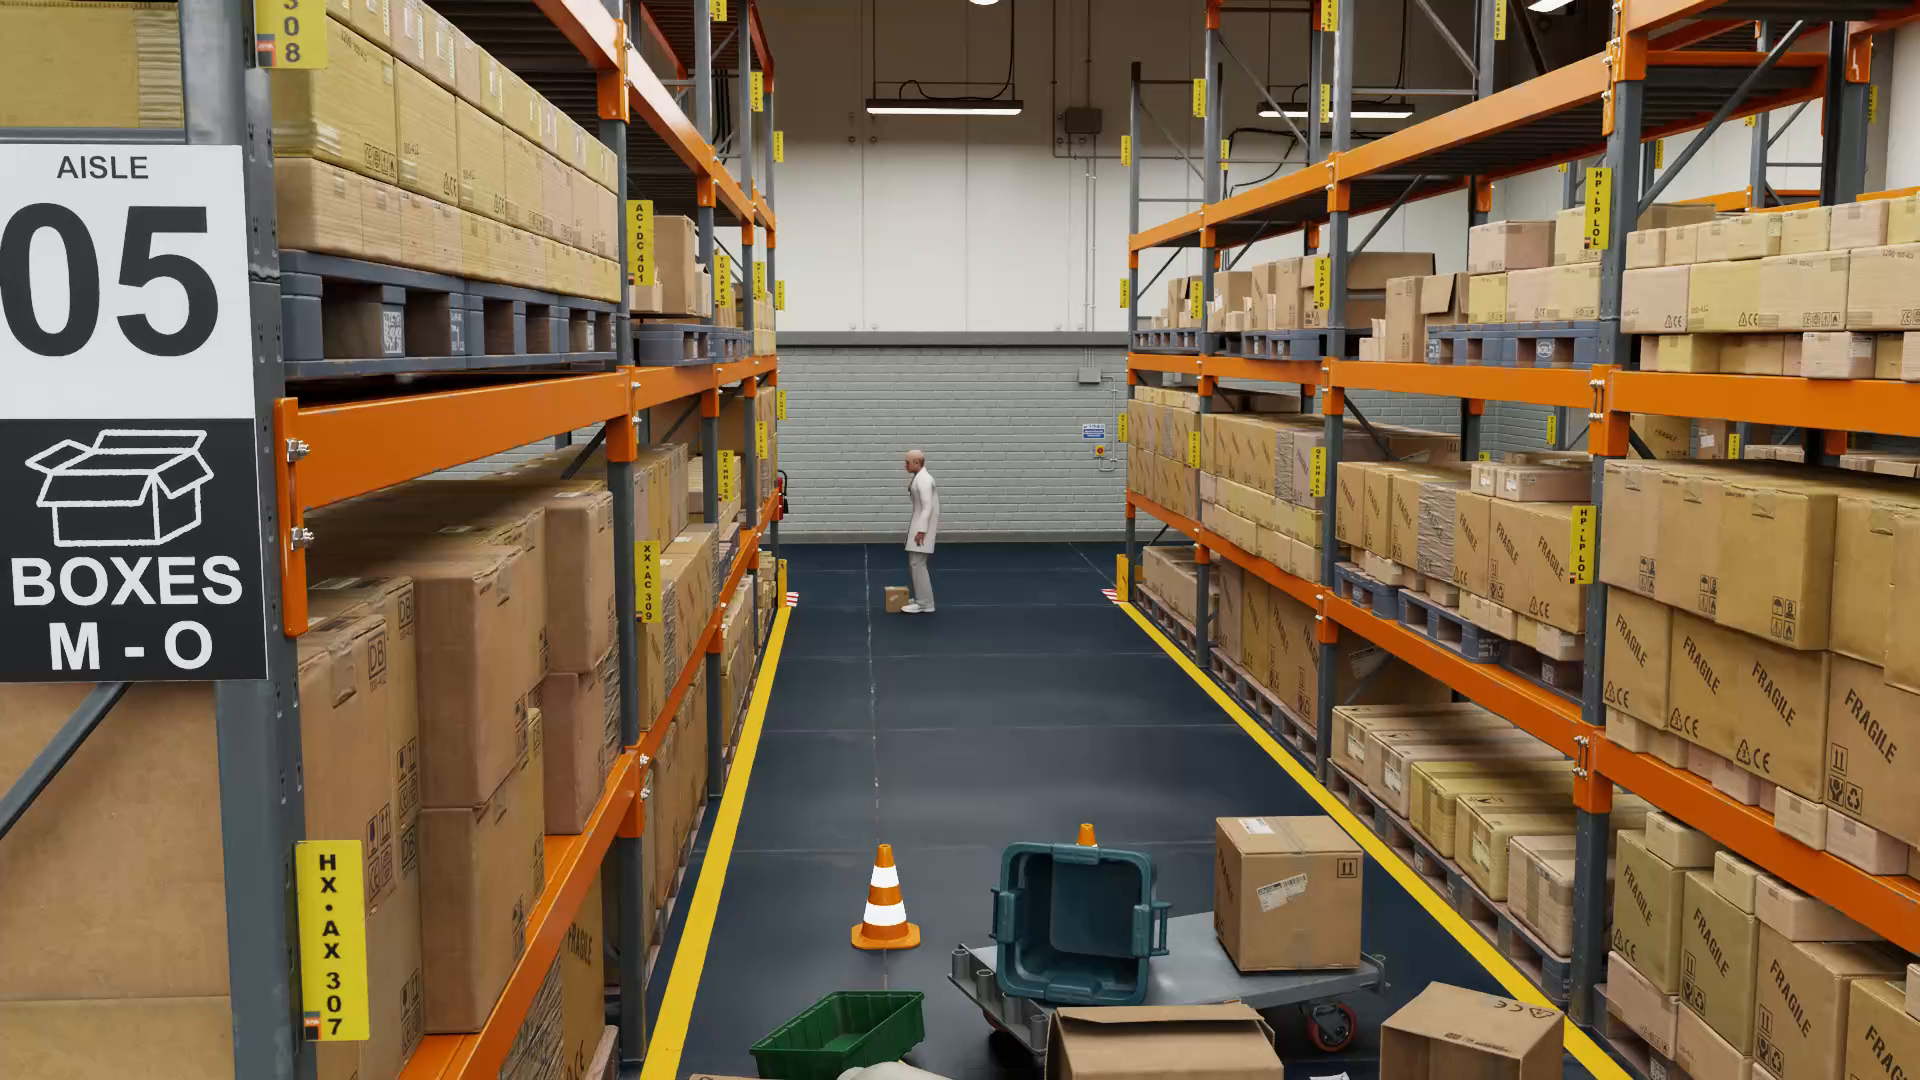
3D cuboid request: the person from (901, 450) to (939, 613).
[{"bbox_3d":[-5.864,0.663,11.670,12.752,1.772,12.393,-1,7,-7],"label":"person"}]
